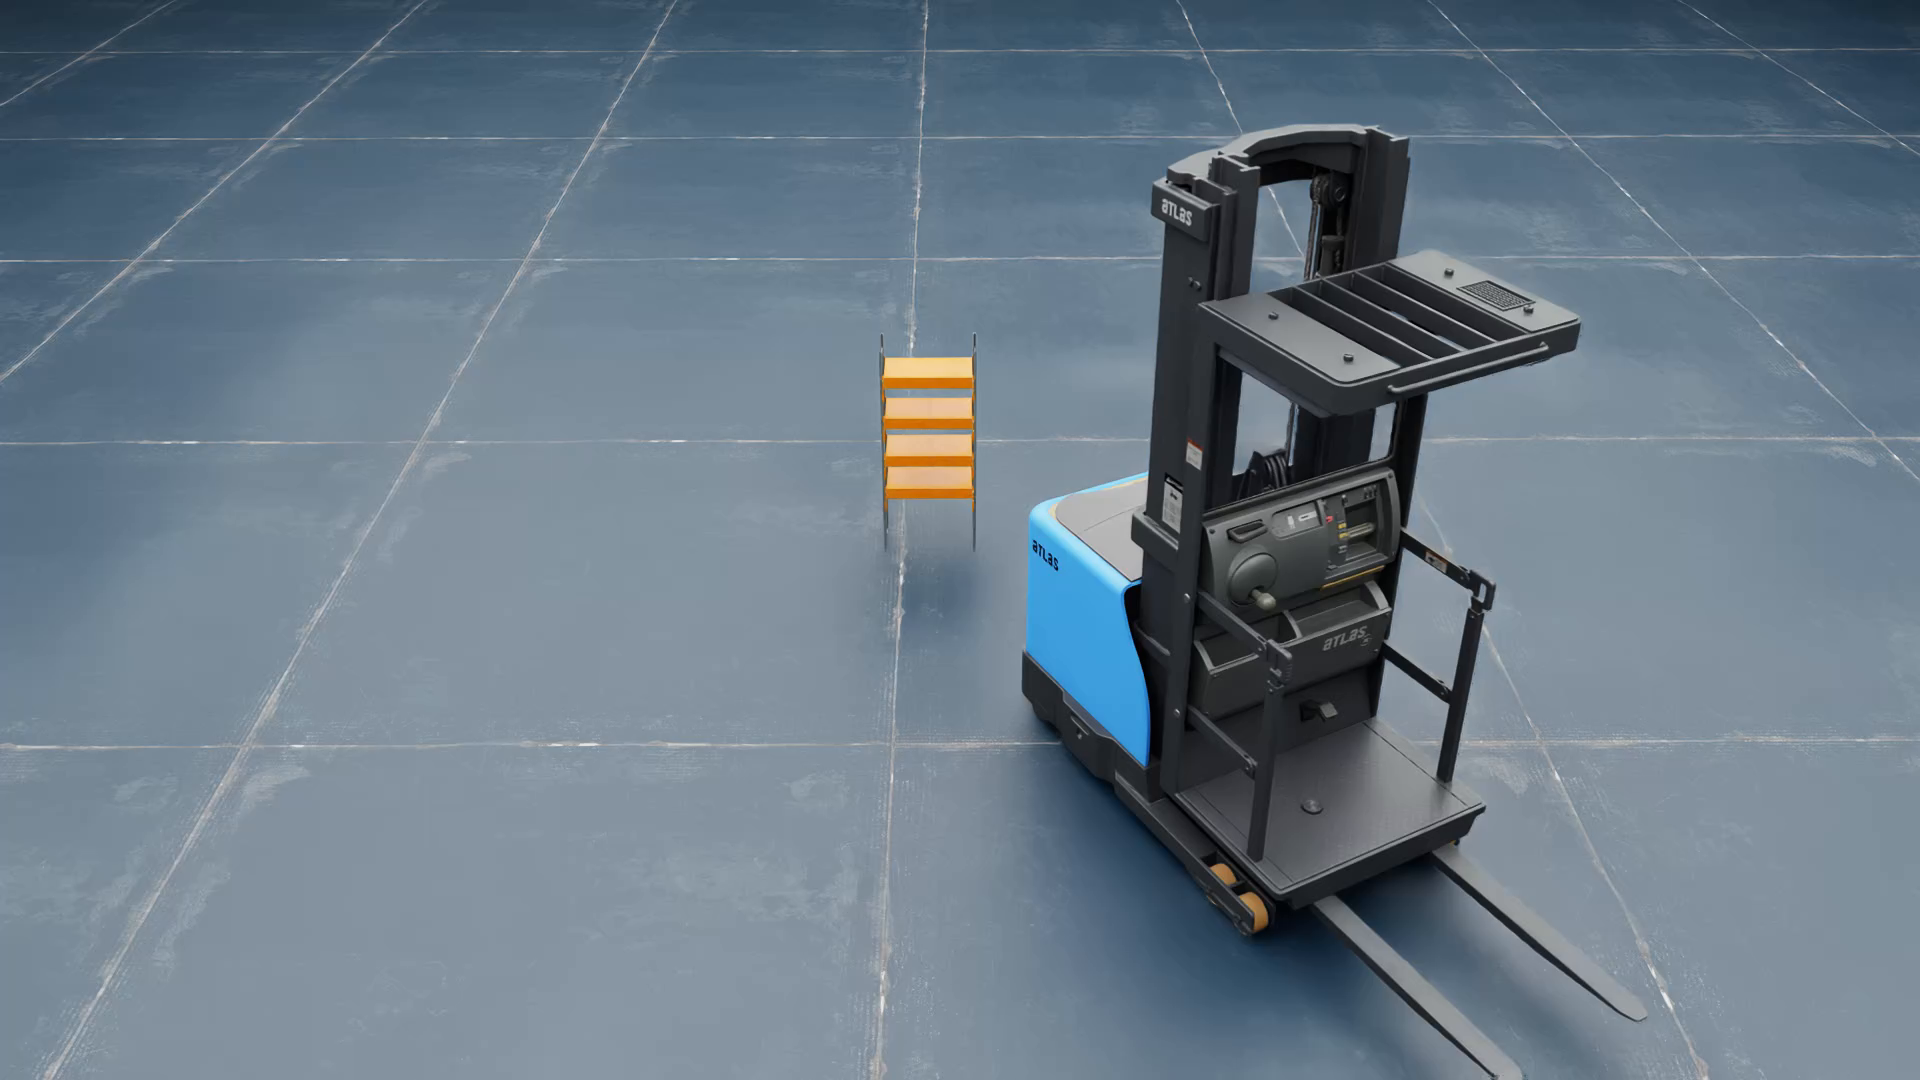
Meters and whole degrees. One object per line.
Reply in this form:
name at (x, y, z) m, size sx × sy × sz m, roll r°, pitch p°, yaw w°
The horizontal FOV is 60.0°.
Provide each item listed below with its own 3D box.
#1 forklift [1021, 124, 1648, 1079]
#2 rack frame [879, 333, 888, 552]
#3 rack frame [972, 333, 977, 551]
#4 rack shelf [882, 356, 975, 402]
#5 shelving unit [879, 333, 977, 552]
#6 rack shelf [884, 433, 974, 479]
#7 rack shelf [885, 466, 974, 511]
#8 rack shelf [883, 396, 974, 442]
forklift at (1.453, 0.052, 6.339) m, size 1.130 × 2.935 × 3.031 m, roll -16°, pitch 35°, yaw -25°
rack frame at (-0.410, -0.512, 8.937) m, size 0.015 × 1.200 × 0.240 m, roll 0°, pitch 31°, yaw 0°
rack frame at (0.078, -0.513, 8.939) m, size 0.015 × 1.200 × 0.240 m, roll 0°, pitch 31°, yaw 0°
rack shelf at (-0.166, -0.848, 8.734) m, size 0.480 × 0.148 × 0.258 m, roll 0°, pitch 31°, yaw 0°
shelving unit at (-0.166, -0.512, 8.938) m, size 0.503 × 1.200 × 0.258 m, roll 0°, pitch 31°, yaw 0°
rack shelf at (-0.166, -0.455, 8.973) m, size 0.480 × 0.148 × 0.258 m, roll 0°, pitch 31°, yaw 0°
rack shelf at (-0.166, -0.285, 9.076) m, size 0.480 × 0.148 × 0.258 m, roll 0°, pitch 31°, yaw 0°
rack shelf at (-0.166, -0.646, 8.857) m, size 0.480 × 0.148 × 0.258 m, roll 0°, pitch 31°, yaw 0°
